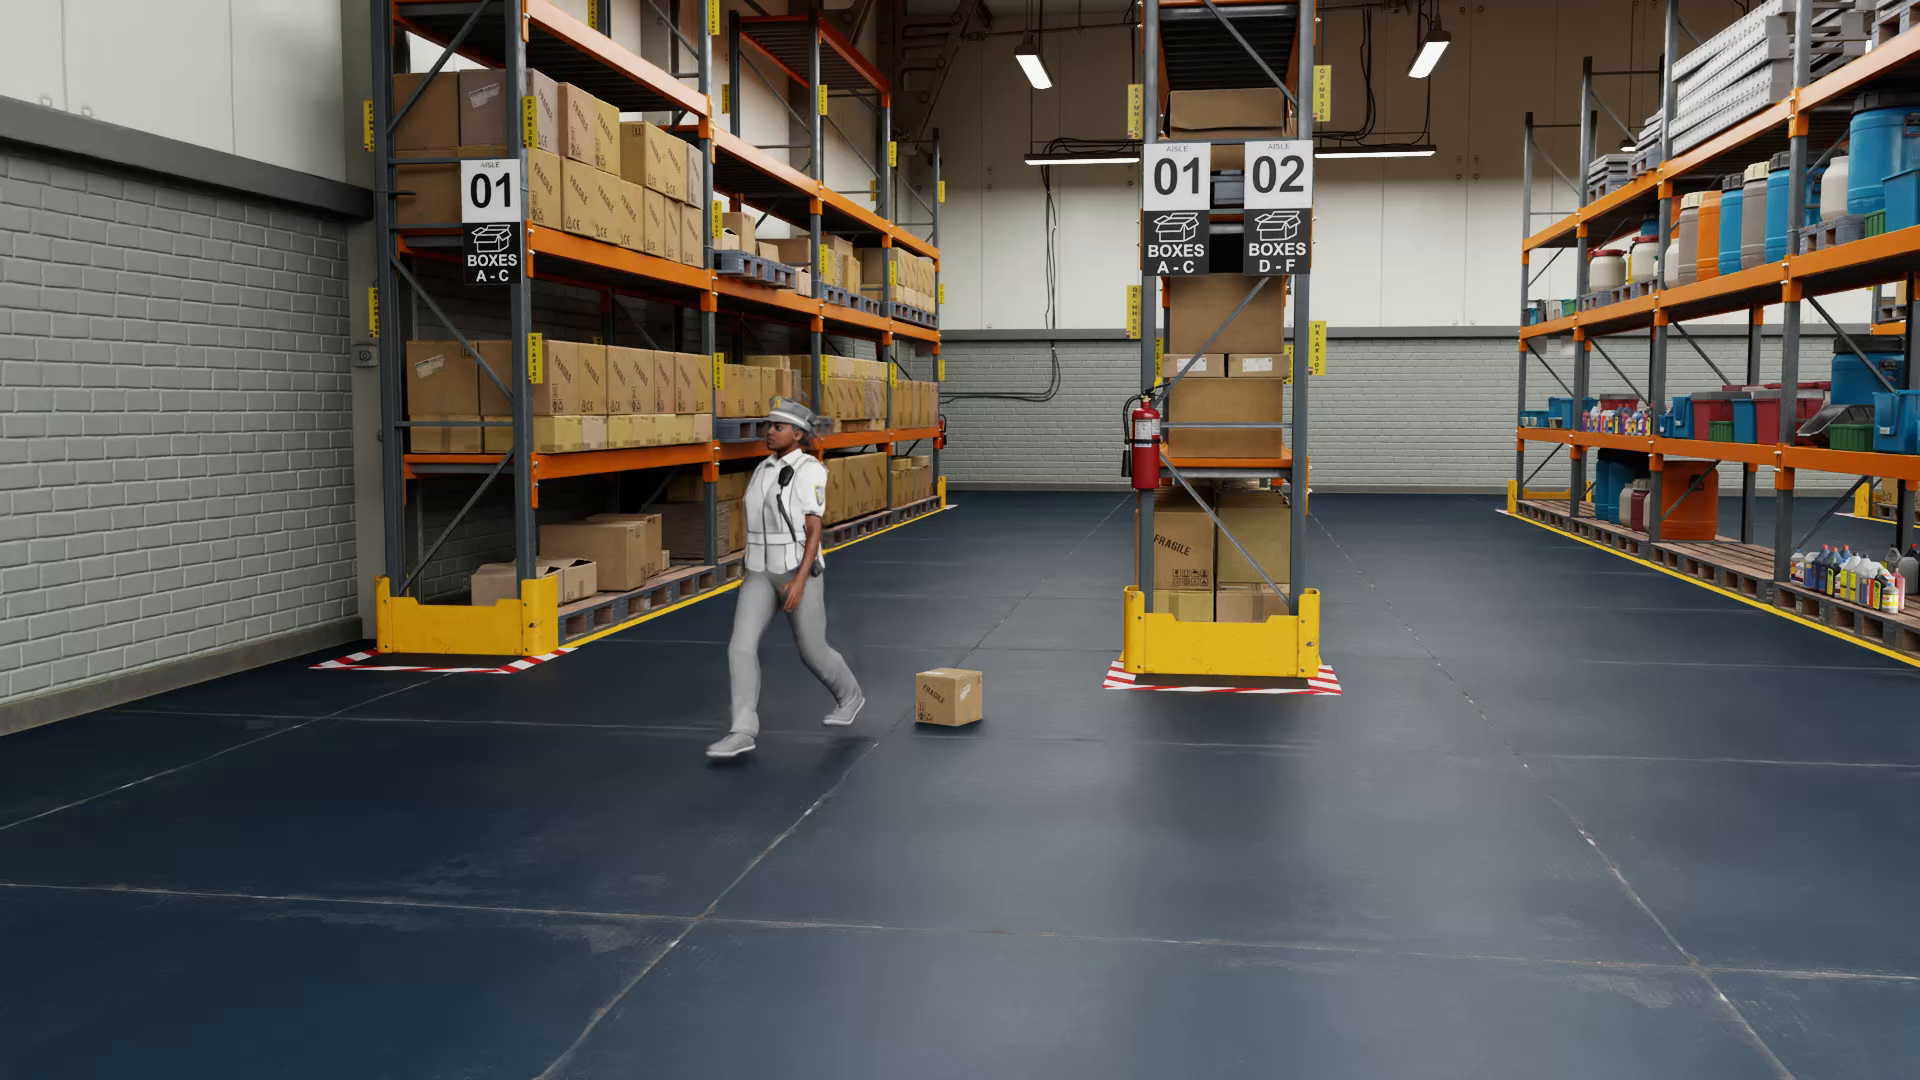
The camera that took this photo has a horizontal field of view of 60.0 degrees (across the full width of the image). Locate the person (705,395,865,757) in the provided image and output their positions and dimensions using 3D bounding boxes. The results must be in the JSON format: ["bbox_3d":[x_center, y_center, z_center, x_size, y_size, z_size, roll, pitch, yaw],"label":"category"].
[{"bbox_3d":[-0.807,0.145,7.796,0.441,1.642,0.957,3,5,31],"label":"person"}]
